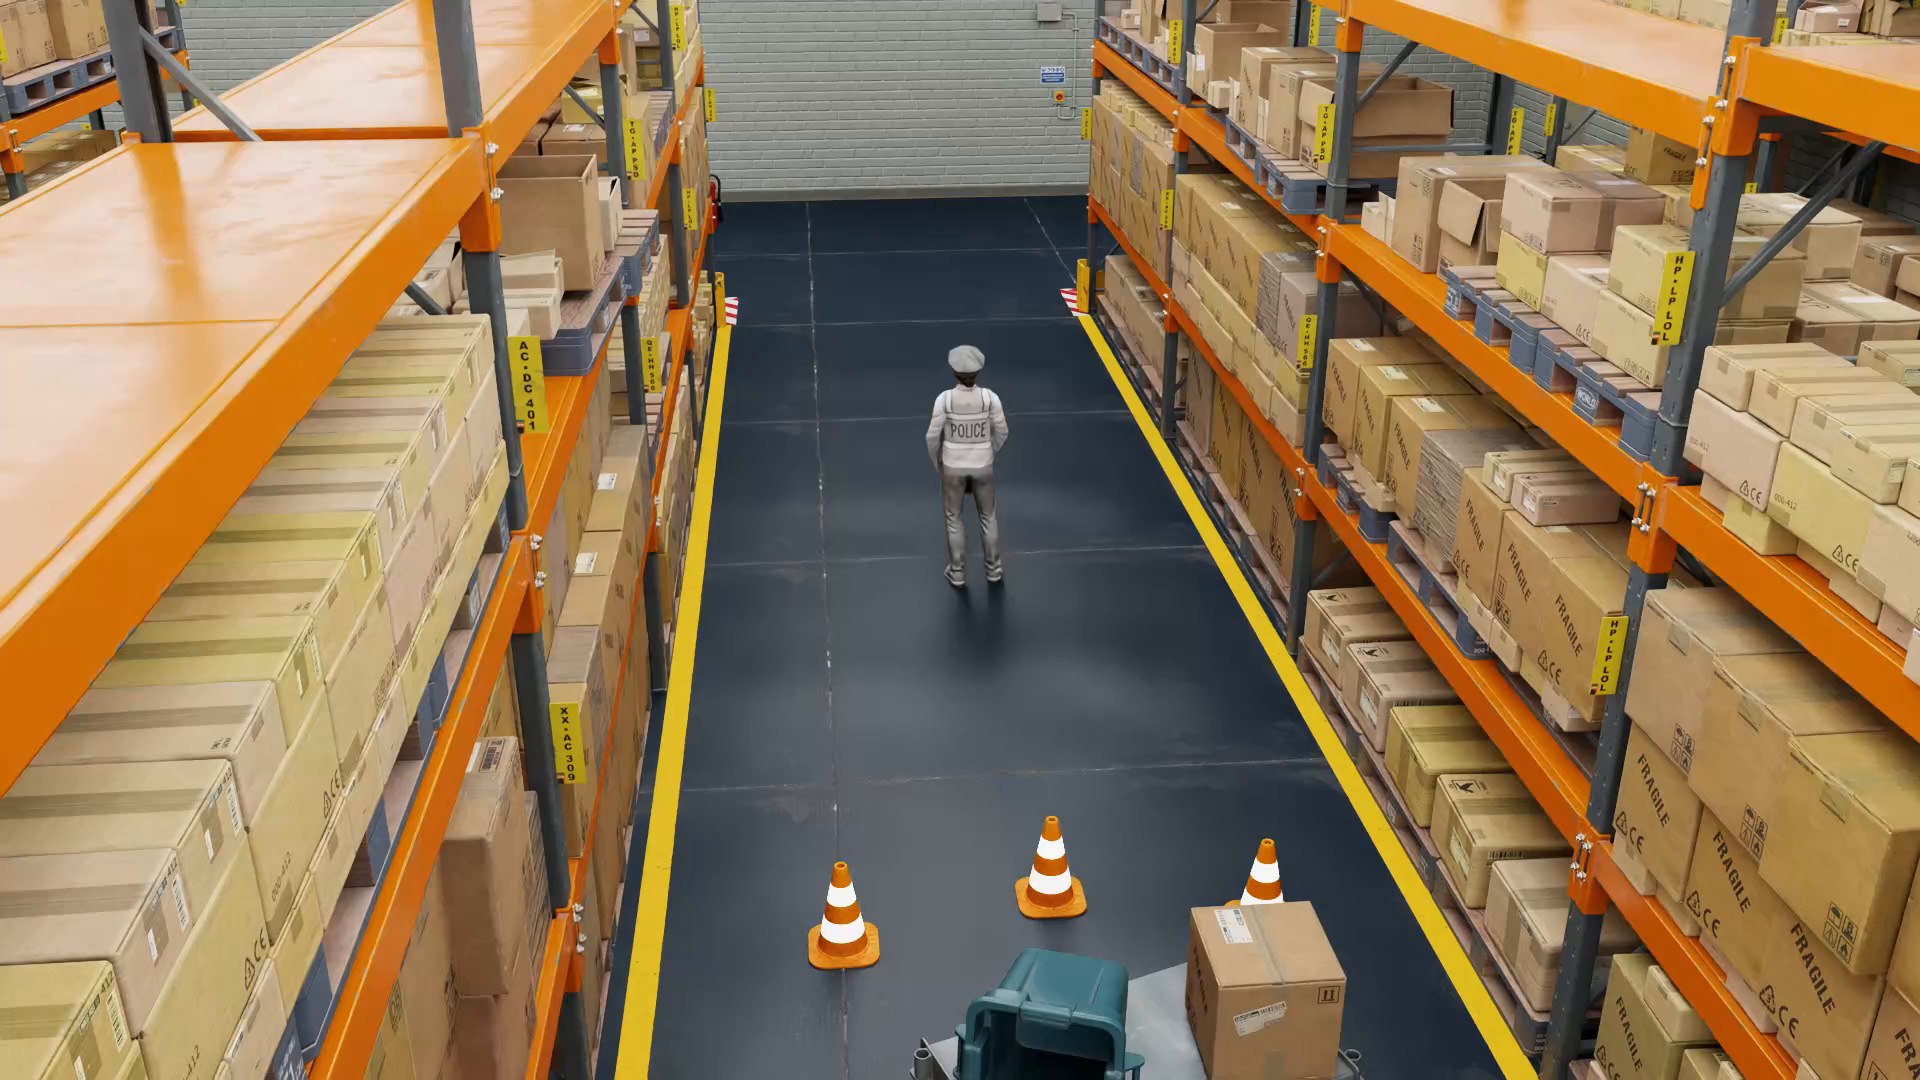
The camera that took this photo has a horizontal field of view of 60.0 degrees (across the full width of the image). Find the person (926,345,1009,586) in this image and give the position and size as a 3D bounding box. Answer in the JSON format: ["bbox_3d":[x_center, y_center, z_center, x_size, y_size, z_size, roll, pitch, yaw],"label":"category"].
[{"bbox_3d":[0.044,-0.519,11.432,0.568,1.694,0.387,-2,24,-5],"label":"person"}]
